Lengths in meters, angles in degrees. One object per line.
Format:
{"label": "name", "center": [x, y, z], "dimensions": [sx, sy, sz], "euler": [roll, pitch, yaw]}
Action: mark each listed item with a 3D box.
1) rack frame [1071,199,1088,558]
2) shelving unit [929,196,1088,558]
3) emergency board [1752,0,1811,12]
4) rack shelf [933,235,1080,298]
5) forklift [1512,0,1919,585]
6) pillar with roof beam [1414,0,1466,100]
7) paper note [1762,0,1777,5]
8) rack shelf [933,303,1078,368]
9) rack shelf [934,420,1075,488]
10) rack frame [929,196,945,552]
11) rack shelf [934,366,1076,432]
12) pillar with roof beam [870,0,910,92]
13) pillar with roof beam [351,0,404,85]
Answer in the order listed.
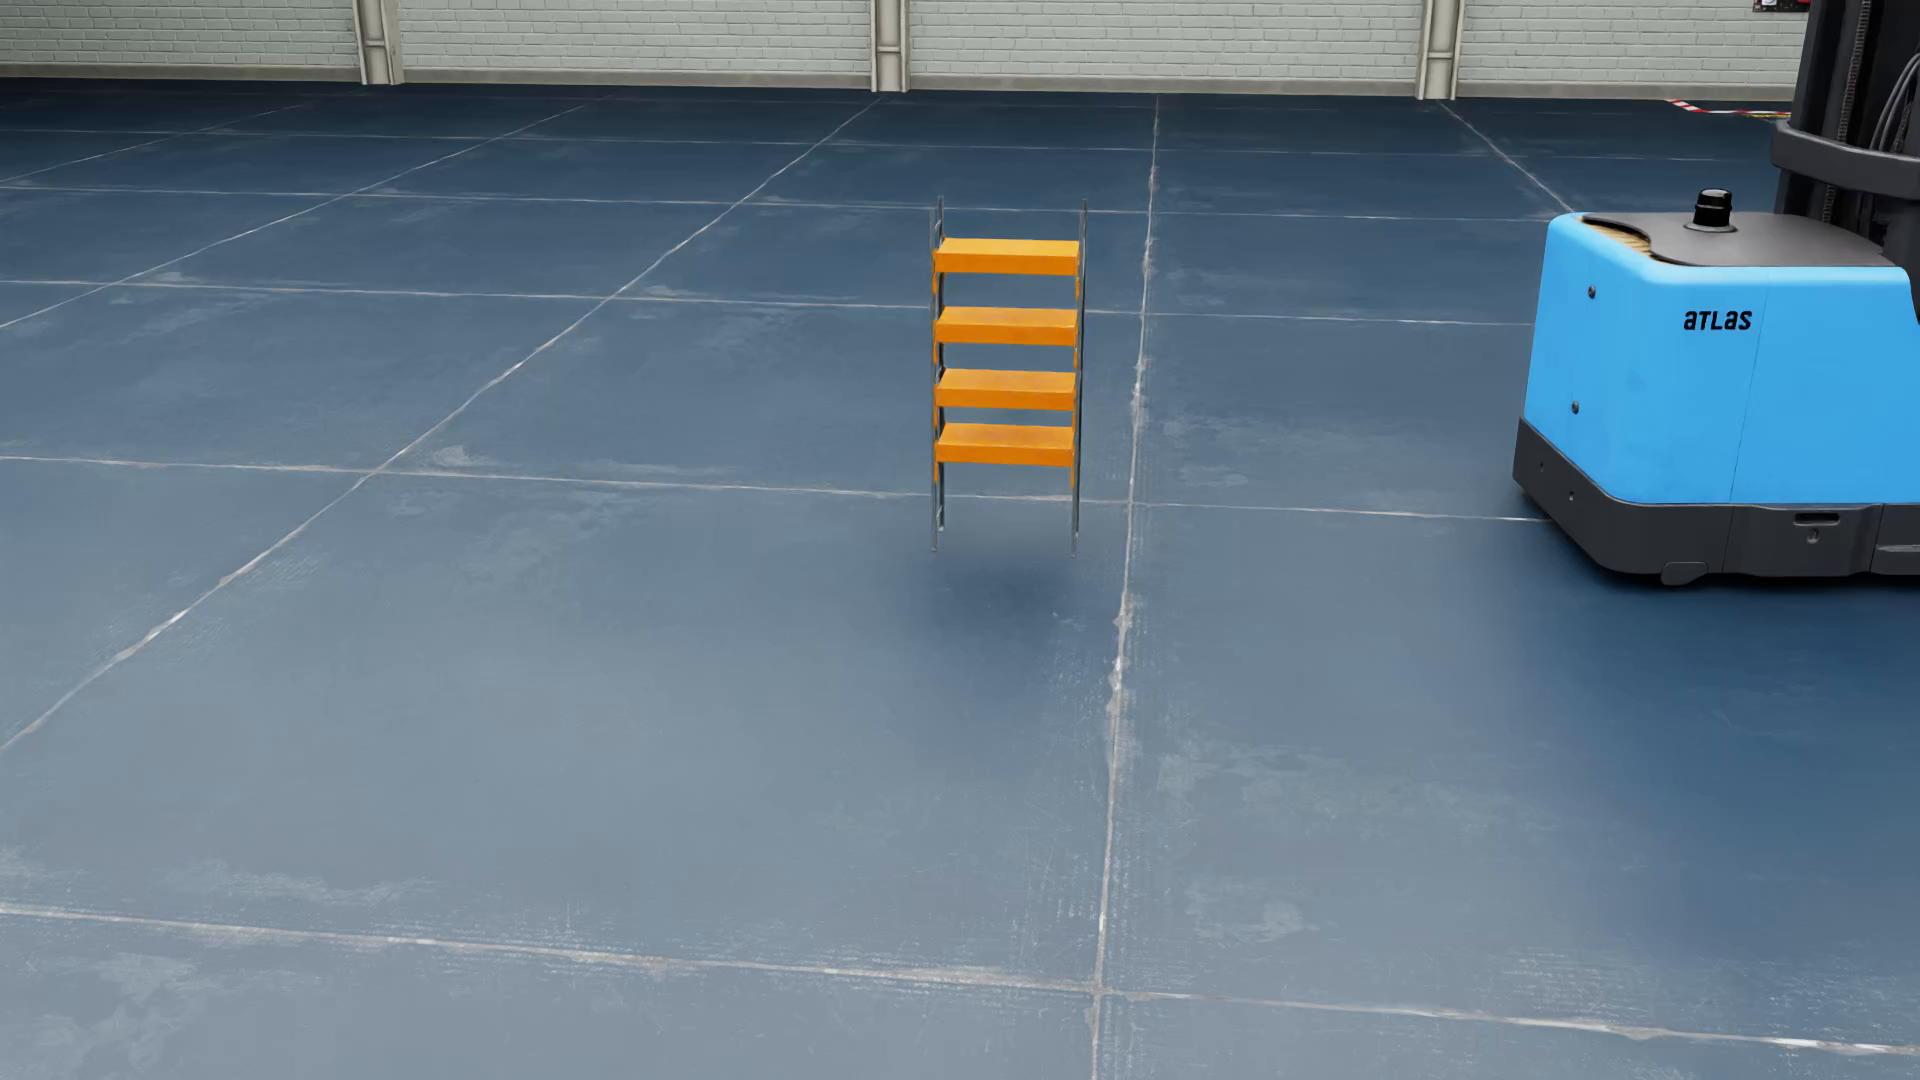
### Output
{"label": "rack frame", "center": [0.407, -0.540, 5.674], "dimensions": [0.015, 1.200, 0.240], "euler": [2, 22, 6]}
{"label": "shelving unit", "center": [0.164, -0.551, 5.701], "dimensions": [0.503, 1.200, 0.258], "euler": [2, 22, 6]}
{"label": "emergency board", "center": [8.685, -6.080, 17.240], "dimensions": [0.643, 1.169, 0.194], "euler": [2, 22, 6]}
{"label": "rack shelf", "center": [0.164, -0.916, 5.557], "dimensions": [0.480, 0.148, 0.258], "euler": [2, 22, 6]}
{"label": "forklift", "center": [3.630, -1.386, 5.460], "dimensions": [3.031, 2.935, 1.130], "euler": [0, 22, -1]}
{"label": "pillar with roof beam", "center": [4.670, -7.437, 12.512], "dimensions": [0.400, 9.000, 9.100], "euler": [2, 22, 6]}
{"label": "paper note", "center": [8.518, -5.704, 17.485], "dimensions": [0.142, 0.148, 0.016], "euler": [2, 22, 6]}
{"label": "rack shelf", "center": [0.164, -0.696, 5.644], "dimensions": [0.480, 0.148, 0.258], "euler": [2, 22, 6]}
{"label": "rack shelf", "center": [0.164, -0.304, 5.799], "dimensions": [0.480, 0.148, 0.258], "euler": [2, 22, 6]}
{"label": "rack frame", "center": [-0.078, -0.561, 5.728], "dimensions": [0.015, 1.200, 0.240], "euler": [2, 22, 6]}
{"label": "rack shelf", "center": [0.164, -0.488, 5.726], "dimensions": [0.480, 0.148, 0.258], "euler": [2, 22, 6]}
{"label": "pillar with roof beam", "center": [-1.288, -7.697, 13.169], "dimensions": [0.400, 9.000, 9.100], "euler": [2, 22, 6]}
{"label": "pillar with roof beam", "center": [-7.247, -7.956, 13.825], "dimensions": [0.400, 9.000, 9.100], "euler": [2, 22, 6]}
